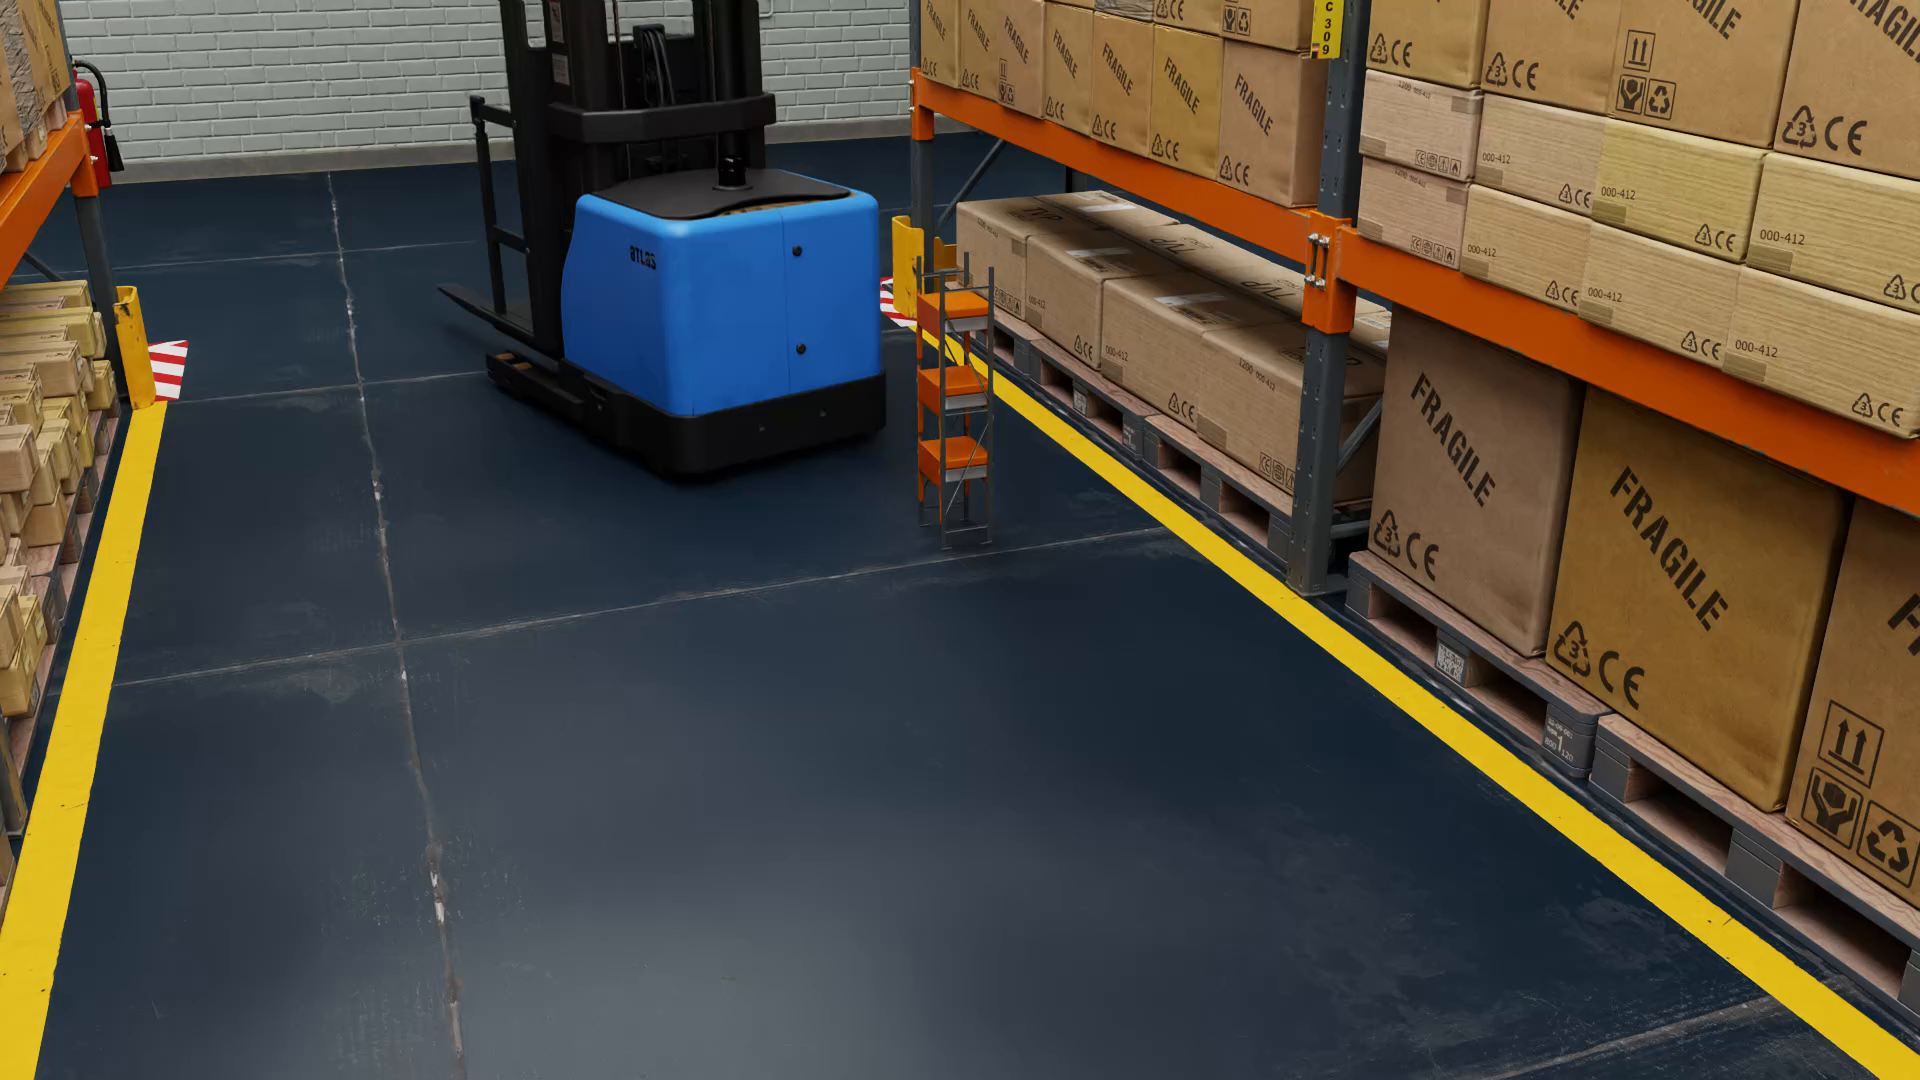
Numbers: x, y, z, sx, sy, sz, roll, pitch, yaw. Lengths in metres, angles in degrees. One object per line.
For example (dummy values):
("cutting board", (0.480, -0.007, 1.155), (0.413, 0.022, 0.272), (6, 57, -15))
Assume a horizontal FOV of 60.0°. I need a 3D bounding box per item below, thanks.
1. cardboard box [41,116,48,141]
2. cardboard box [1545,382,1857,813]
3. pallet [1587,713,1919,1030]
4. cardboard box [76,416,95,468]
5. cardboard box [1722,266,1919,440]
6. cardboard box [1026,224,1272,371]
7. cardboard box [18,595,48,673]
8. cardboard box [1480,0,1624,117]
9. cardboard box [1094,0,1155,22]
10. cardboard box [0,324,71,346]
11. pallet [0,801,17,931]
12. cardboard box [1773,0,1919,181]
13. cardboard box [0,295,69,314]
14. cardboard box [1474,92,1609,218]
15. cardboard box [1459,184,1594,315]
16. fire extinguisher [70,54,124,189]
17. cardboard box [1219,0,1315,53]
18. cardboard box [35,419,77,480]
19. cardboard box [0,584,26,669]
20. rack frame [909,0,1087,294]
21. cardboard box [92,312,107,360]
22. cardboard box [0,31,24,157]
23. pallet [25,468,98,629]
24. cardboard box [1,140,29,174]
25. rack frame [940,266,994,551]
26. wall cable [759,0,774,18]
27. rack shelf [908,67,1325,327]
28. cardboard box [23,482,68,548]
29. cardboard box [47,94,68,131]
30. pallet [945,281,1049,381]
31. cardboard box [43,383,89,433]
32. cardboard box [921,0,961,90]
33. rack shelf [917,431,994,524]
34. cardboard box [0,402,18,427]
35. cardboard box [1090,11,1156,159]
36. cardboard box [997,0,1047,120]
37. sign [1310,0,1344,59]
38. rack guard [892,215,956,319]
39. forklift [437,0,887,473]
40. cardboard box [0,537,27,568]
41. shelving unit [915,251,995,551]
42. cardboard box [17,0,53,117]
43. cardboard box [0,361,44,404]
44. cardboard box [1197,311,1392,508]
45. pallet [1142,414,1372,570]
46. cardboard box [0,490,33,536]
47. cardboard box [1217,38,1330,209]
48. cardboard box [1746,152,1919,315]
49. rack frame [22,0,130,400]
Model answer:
("cardboard box", (-3.838, -1.623, 6.562), (0.380, 0.149, 0.250), (-9, 24, -20))
("cardboard box", (2.255, 0.062, 4.437), (0.875, 0.875, 0.875), (-8, 24, -17))
("pallet", (2.413, 0.734, 4.238), (1.003, 0.211, 1.213), (-8, 24, -19))
("cardboard box", (-3.546, -0.361, 6.374), (0.380, 0.149, 0.250), (-9, 25, -21))
("cardboard box", (2.062, -0.441, 3.628), (0.500, 0.250, 0.500), (-9, 24, -20))
("cardboard box", (0.880, -1.174, 7.932), (0.875, 0.438, 0.875), (-8, 24, -18))
("cardboard box", (-2.882, 0.298, 4.812), (0.380, 0.149, 0.250), (-8, 24, -17))
("cardboard box", (1.727, -1.392, 4.274), (0.500, 0.500, 0.500), (-8, 24, -19))
("cardboard box", (0.850, -2.275, 6.370), (0.500, 0.500, 0.500), (-8, 24, -18))
("cardboard box", (-3.672, -0.721, 6.462), (0.380, 0.149, 0.250), (-9, 25, -21))
("pallet", (-2.684, 1.018, 3.563), (1.003, 0.211, 1.213), (-8, 24, -19))
("cardboard box", (2.090, -1.022, 3.398), (0.500, 0.500, 0.500), (-9, 24, -20))
("cardboard box", (-3.914, -0.900, 6.888), (0.380, 0.149, 0.250), (-8, 24, -18))
("cardboard box", (1.737, -1.043, 4.411), (0.500, 0.250, 0.500), (-8, 24, -18))
("cardboard box", (1.727, -0.812, 4.509), (0.500, 0.250, 0.500), (-9, 24, -20))
("fire extinguisher", (-4.031, -1.950, 7.595), (0.296, 0.674, 0.183), (-8, 24, -19))
("cardboard box", (1.210, -1.906, 5.494), (0.500, 0.500, 0.500), (-9, 24, -19))
("cardboard box", (-3.343, -0.300, 5.847), (0.380, 0.149, 0.250), (-8, 24, -18))
("cardboard box", (-2.789, 0.258, 4.523), (0.380, 0.149, 0.250), (-7, 24, -17))
("rack frame", (0.222, -2.719, 8.839), (1.000, 3.000, 0.127), (-8, 24, -19))
("cardboard box", (-3.920, -0.867, 7.193), (0.380, 0.149, 0.250), (-9, 24, -20))
("cardboard box", (-3.442, -1.505, 5.447), (0.500, 0.500, 0.500), (-7, 24, -16))
("pallet", (-3.666, 0.052, 5.854), (1.003, 0.211, 1.213), (-8, 24, -19))
("cardboard box", (-3.661, -1.434, 6.113), (0.380, 0.149, 0.250), (-9, 25, -21))
("rack frame", (0.024, -0.459, 5.987), (0.200, 1.050, 0.008), (-8, 24, -19))
("wall cable", (-1.792, -5.247, 13.489), (0.585, 1.953, 0.123), (-8, 24, -19))
("rack shelf", (0.928, -1.661, 7.254), (1.077, 0.370, 4.000), (-8, 24, -19))
("cardboard box", (-3.285, -0.072, 5.688), (0.380, 0.149, 0.250), (-9, 24, -20))
("cardboard box", (-3.994, -1.808, 7.000), (0.380, 0.149, 0.250), (-8, 24, -19))
("pallet", (0.577, -1.154, 8.717), (1.003, 0.211, 1.213), (-8, 24, -19))
("cardboard box", (-3.540, -0.492, 6.303), (0.380, 0.149, 0.250), (-8, 24, -18))
("cardboard box", (0.123, -2.551, 8.312), (0.500, 0.500, 0.500), (-9, 24, -19))
("rack shelf", (-0.019, -0.237, 6.204), (0.215, 0.259, 0.240), (-8, 24, -19))
("cardboard box", (-3.366, -0.333, 5.543), (0.380, 0.149, 0.250), (-9, 25, -21))
("cardboard box", (0.854, -1.812, 6.558), (0.500, 0.500, 0.500), (-9, 24, -20))
("cardboard box", (0.490, -2.184, 7.441), (0.500, 0.500, 0.500), (-8, 24, -19))
("sign", (1.116, -1.624, 5.025), (0.100, 0.325, 0.005), (-8, 24, -19))
("rack guard", (0.213, -1.576, 9.345), (1.175, 0.500, 0.348), (-8, 24, -19))
("forklift", (-1.617, -2.125, 7.519), (1.130, 2.935, 3.031), (-17, 28, -34))
("cardboard box", (-3.155, 0.129, 5.212), (0.380, 0.149, 0.250), (-9, 24, -20))
("shelving unit", (-0.019, -0.503, 6.092), (0.215, 1.050, 0.252), (-8, 24, -19))
("cardboard box", (-3.797, -1.870, 6.314), (0.500, 0.500, 0.500), (-9, 24, -20))
("cardboard box", (-3.535, -0.520, 5.985), (0.380, 0.149, 0.250), (-9, 25, -21))
("cardboard box", (1.513, -0.521, 6.383), (0.875, 0.438, 0.875), (-9, 24, -20))
("pallet", (1.439, -0.268, 6.613), (1.003, 0.211, 1.213), (-8, 24, -19))
("cardboard box", (-3.250, -0.107, 5.389), (0.380, 0.149, 0.250), (-7, 24, -17))
("cardboard box", (1.232, -1.445, 5.688), (0.500, 0.500, 0.500), (-8, 24, -19))
("cardboard box", (2.071, -0.672, 3.532), (0.500, 0.250, 0.500), (-9, 25, -21))
("rack frame", (-4.373, -2.003, 7.140), (1.000, 3.000, 0.127), (-8, 24, -19))
